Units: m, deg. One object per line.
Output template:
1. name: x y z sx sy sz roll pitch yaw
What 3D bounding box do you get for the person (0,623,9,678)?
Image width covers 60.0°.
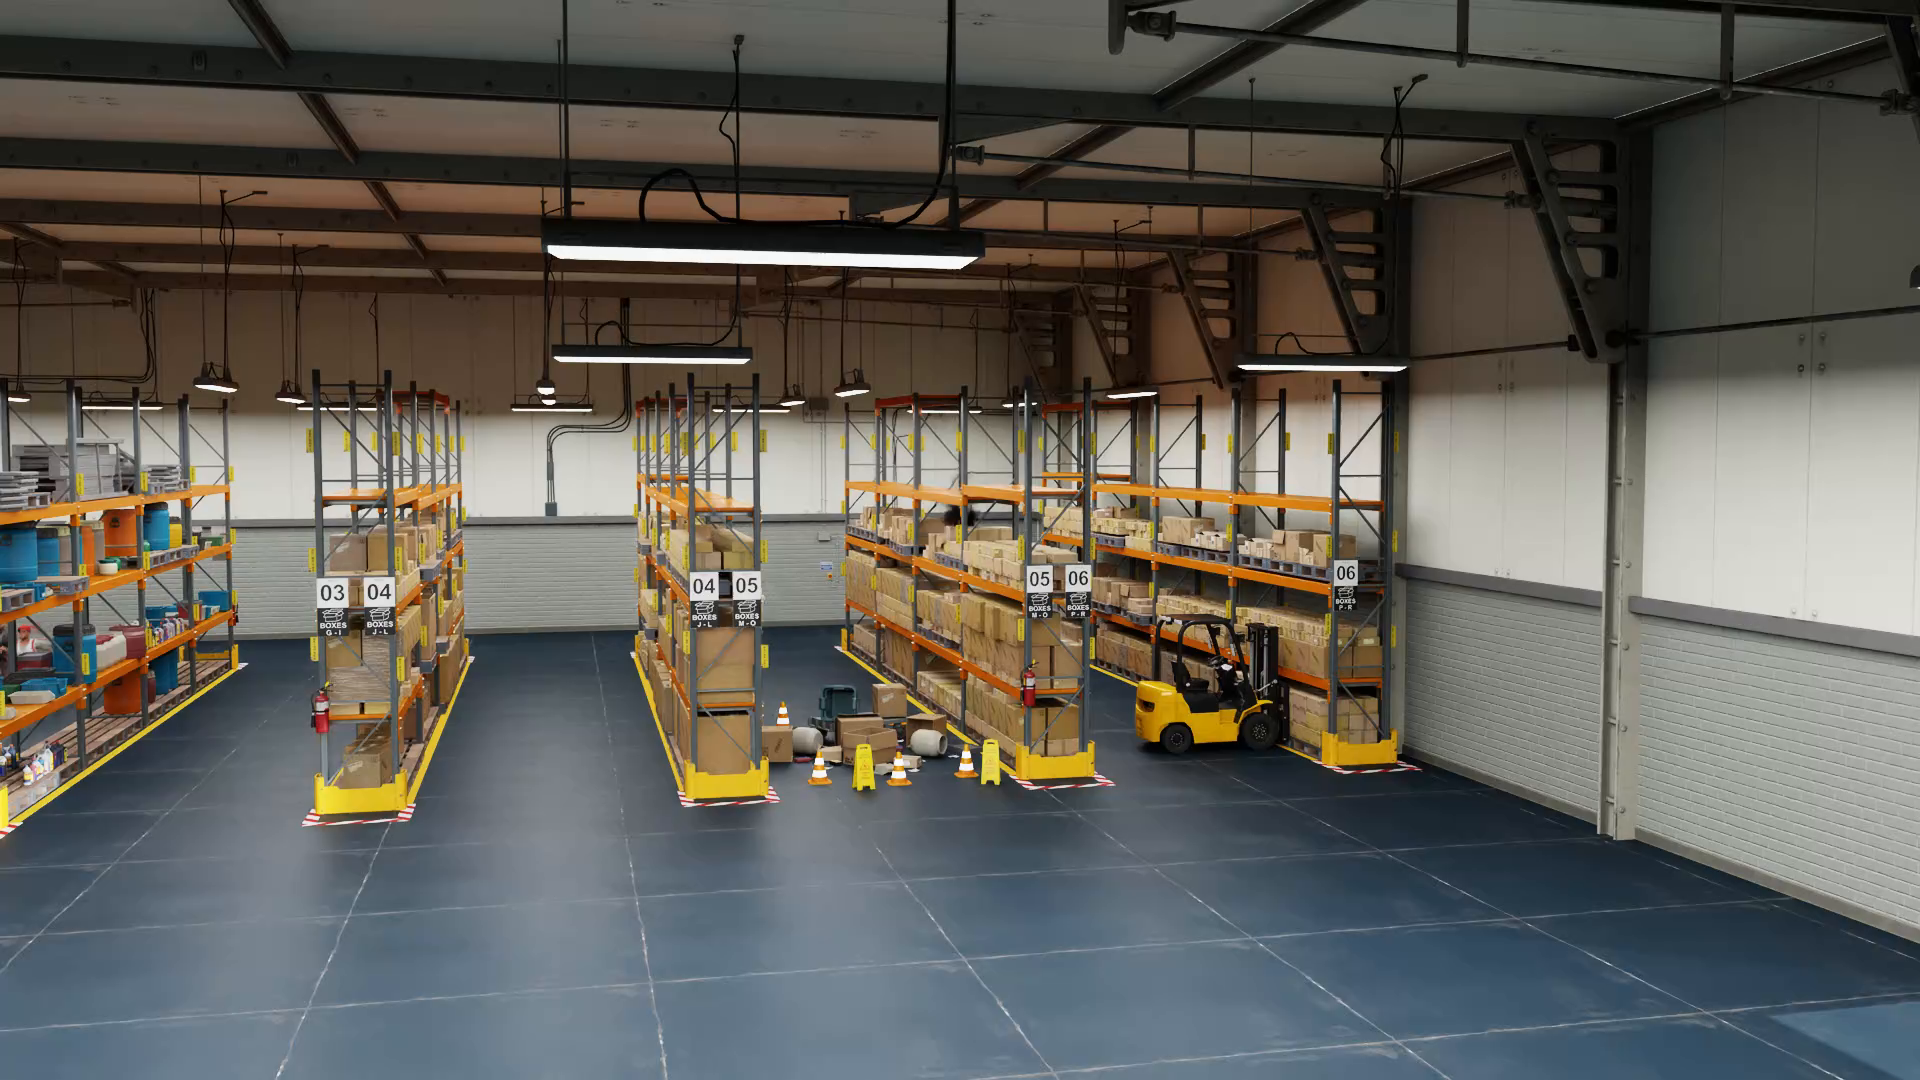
1. person: -18.206 2.327 31.516 0.628 1.732 0.706 -2 4 -25

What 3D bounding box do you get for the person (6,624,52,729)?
1. person: -16.598 2.392 29.559 0.668 1.786 0.981 0 3 -7
